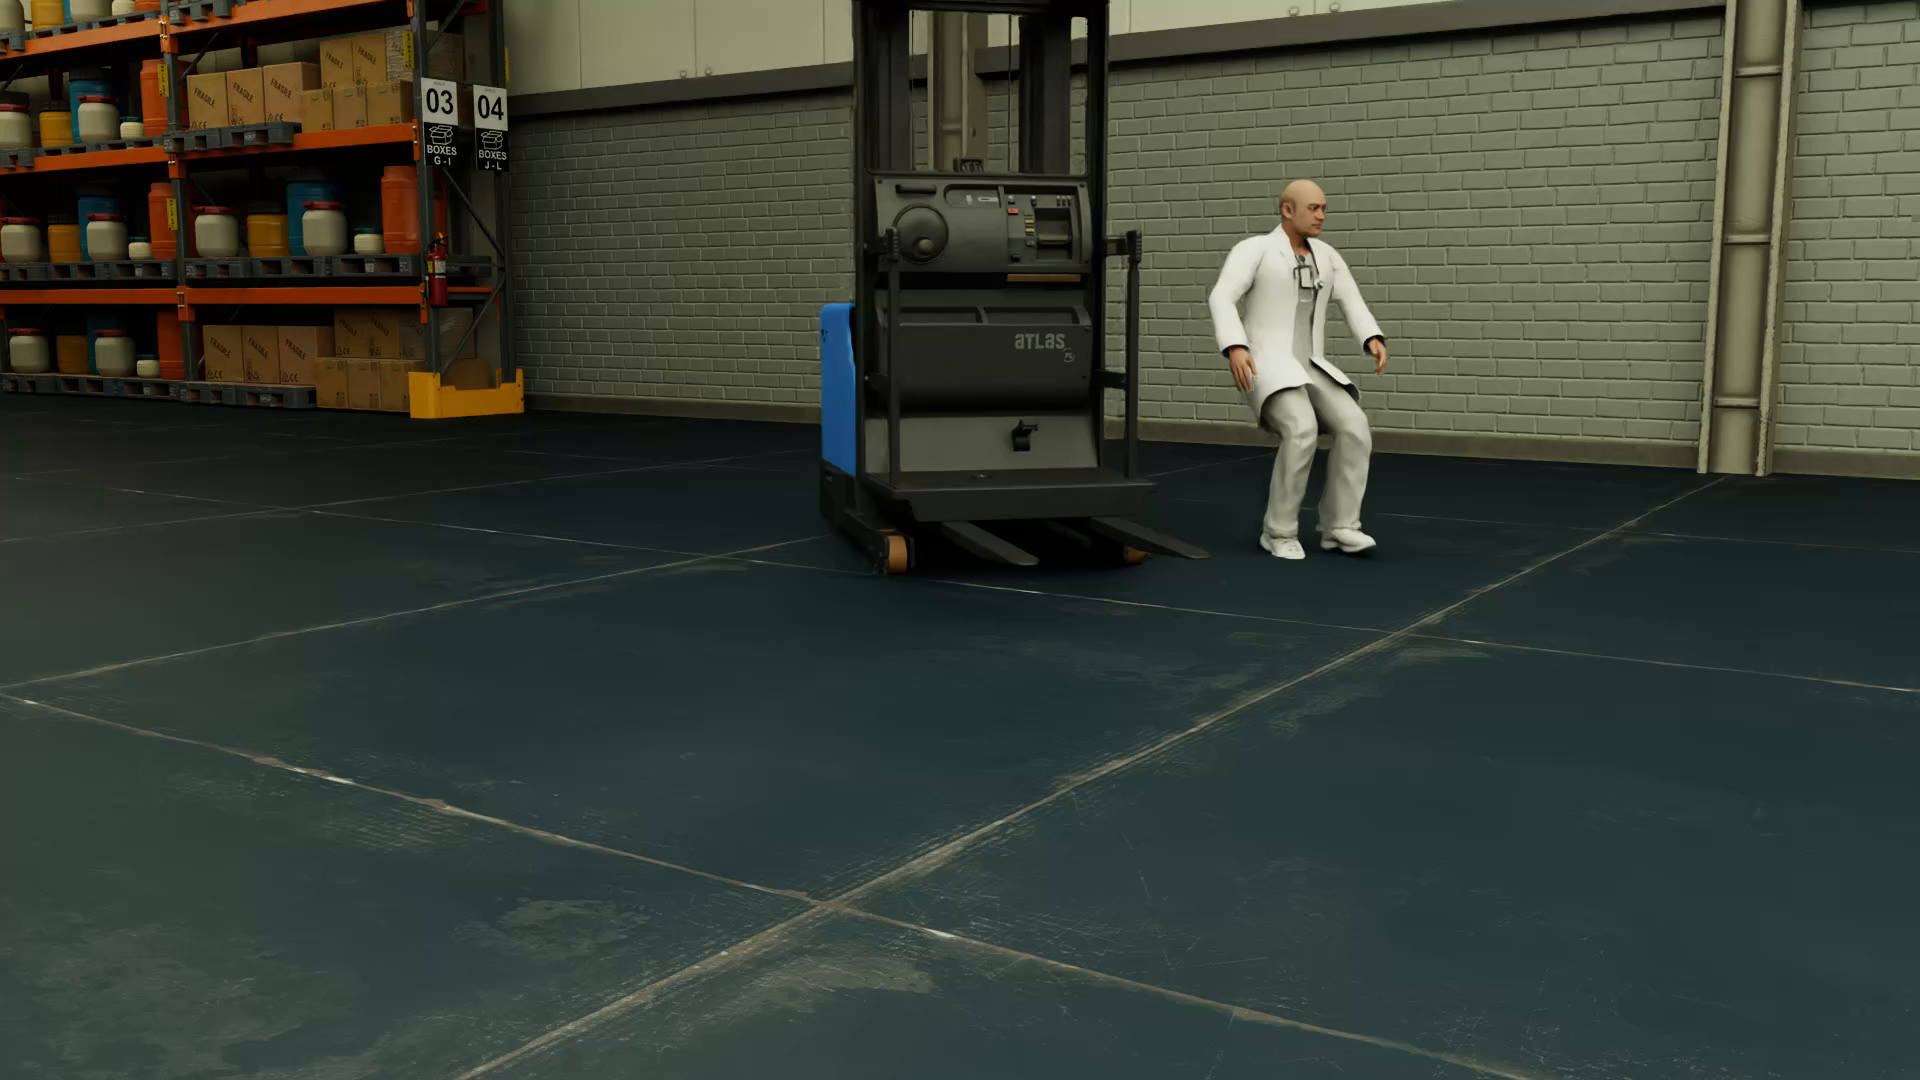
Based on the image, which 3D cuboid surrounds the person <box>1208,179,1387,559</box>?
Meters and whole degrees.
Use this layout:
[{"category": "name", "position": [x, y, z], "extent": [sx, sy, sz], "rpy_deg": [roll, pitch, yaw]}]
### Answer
[{"category": "person", "position": [1.529, -0.726, 7.233], "extent": [0.850, 1.677, 0.736], "rpy_deg": [-5, 9, -30]}]

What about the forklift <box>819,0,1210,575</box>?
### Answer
[{"category": "forklift", "position": [0.154, -1.368, 6.811], "extent": [1.130, 2.935, 3.031], "rpy_deg": [-2, 8, -14]}]
